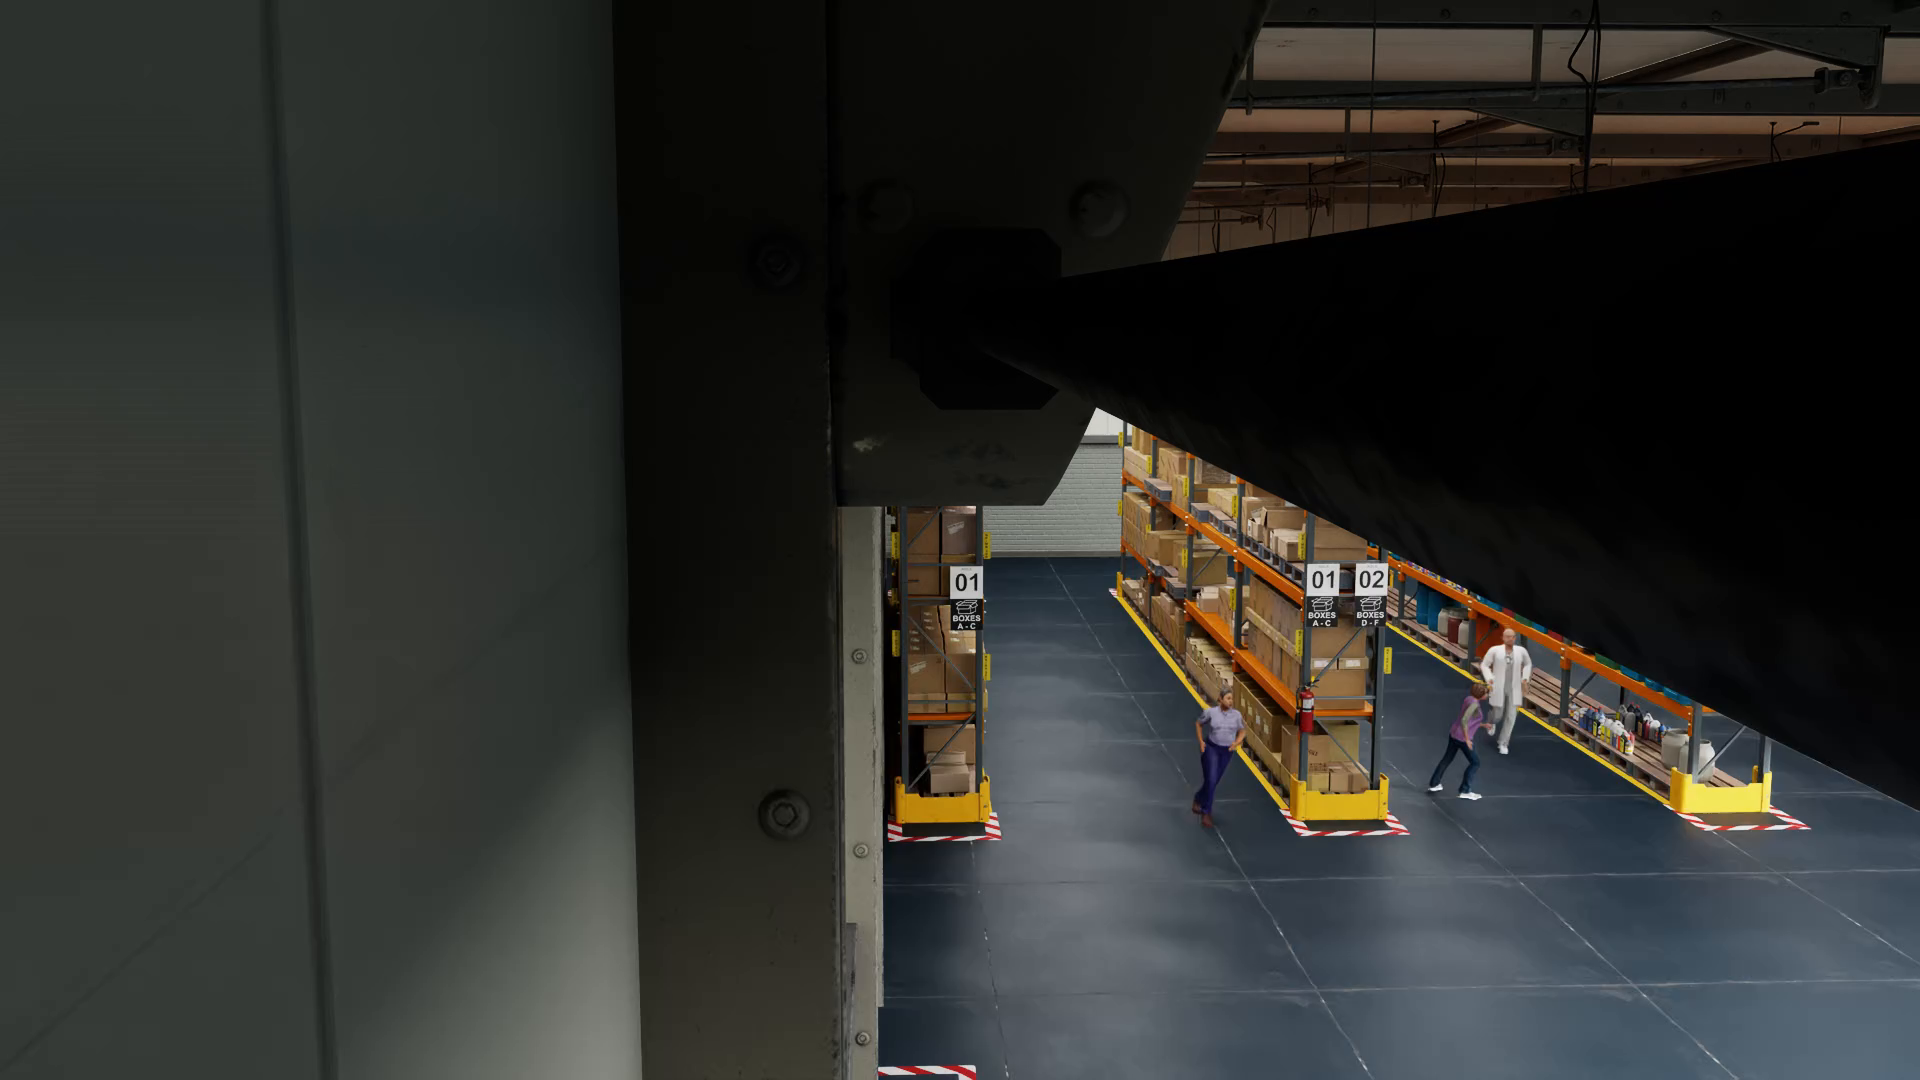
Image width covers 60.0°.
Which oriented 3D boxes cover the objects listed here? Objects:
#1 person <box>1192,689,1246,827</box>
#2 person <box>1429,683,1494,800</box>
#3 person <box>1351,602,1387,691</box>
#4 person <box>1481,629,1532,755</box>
[{"bbox_3d":[3.212,2.649,20.568,0.656,1.602,0.758,-2,8,-14],"label":"person"},{"bbox_3d":[6.520,2.582,21.503,0.780,1.513,0.603,0,8,-1],"label":"person"},{"bbox_3d":[6.788,1.580,27.620,0.683,1.847,0.896,0,8,-2],"label":"person"},{"bbox_3d":[7.836,2.135,23.850,0.723,1.759,0.858,1,8,7],"label":"person"}]
